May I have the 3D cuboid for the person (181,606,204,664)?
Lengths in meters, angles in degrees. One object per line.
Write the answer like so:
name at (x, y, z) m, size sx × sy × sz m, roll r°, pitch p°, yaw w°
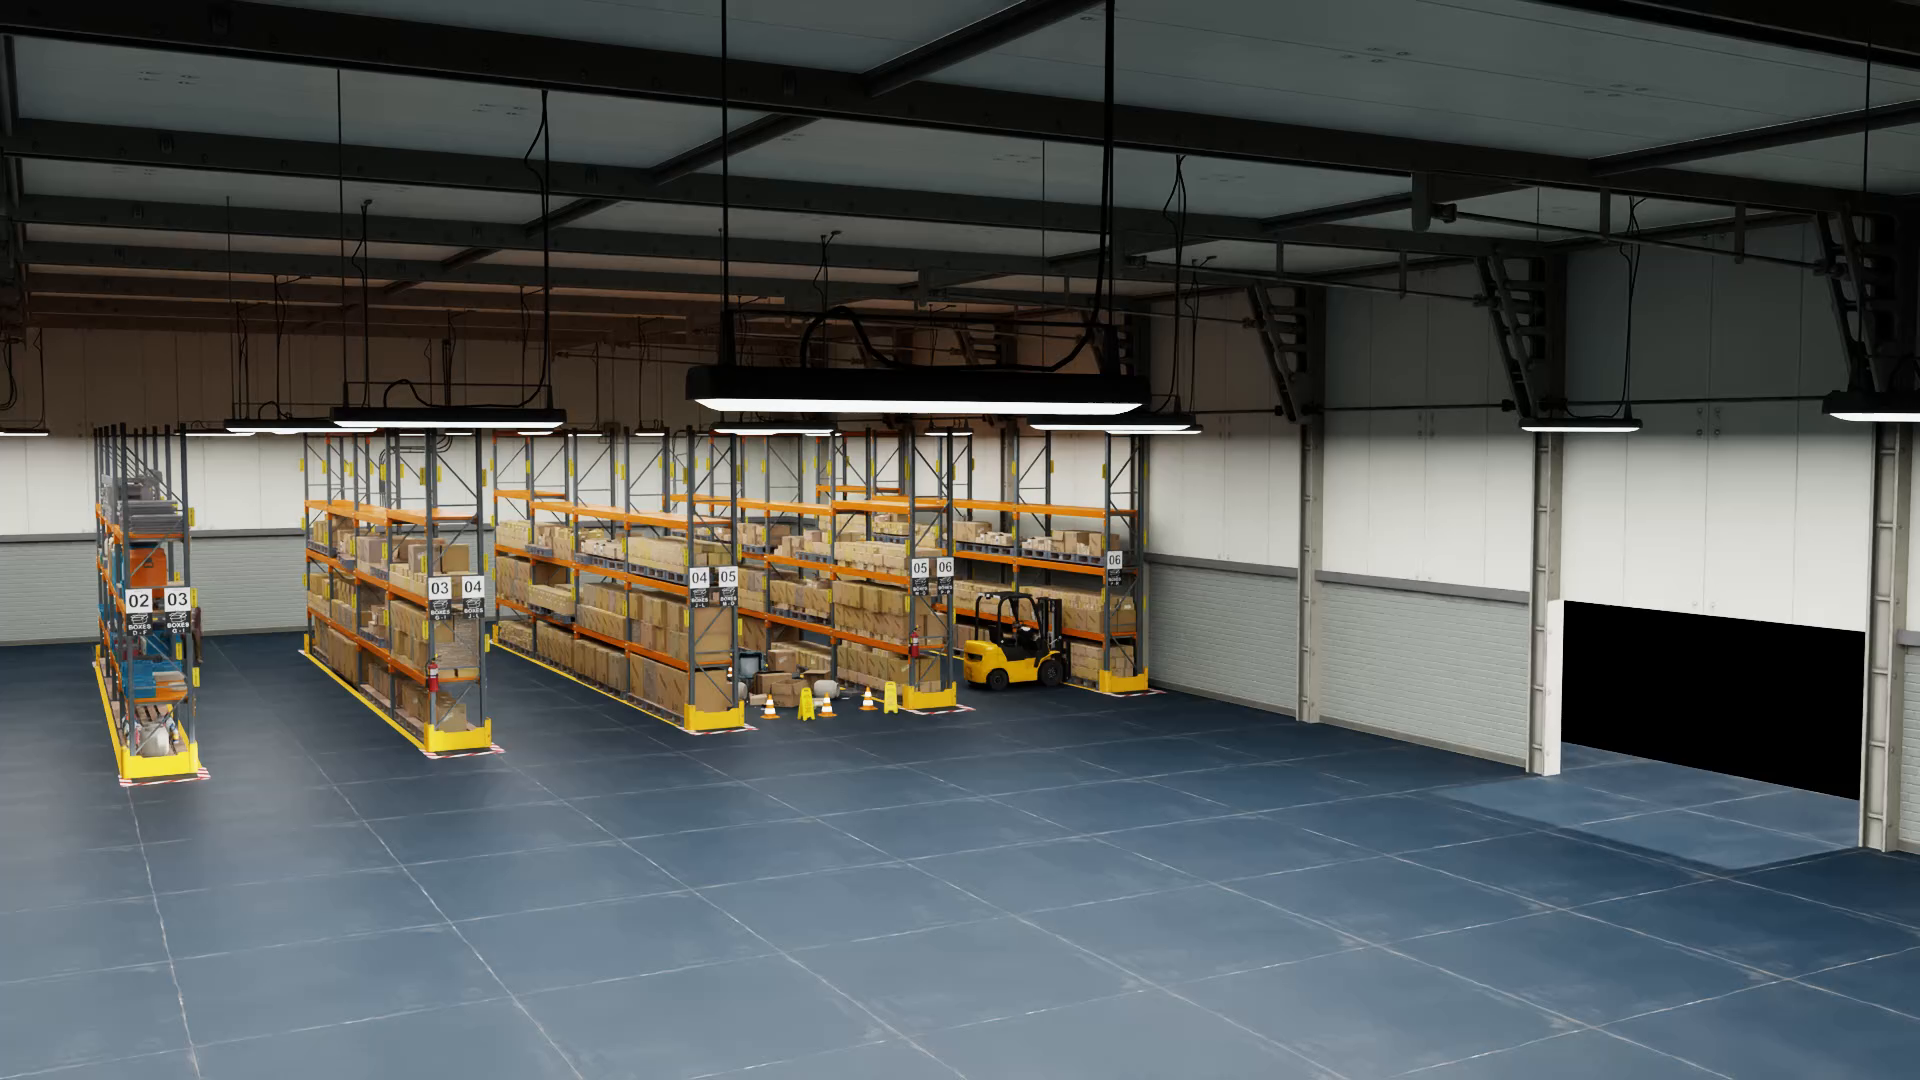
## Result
person at (-19.525, 2.276, 42.208) m, size 0.545 × 1.714 × 1.128 m, roll -2°, pitch 4°, yaw -34°

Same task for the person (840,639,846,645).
person at (-2.980, 2.235, 44.246) m, size 0.540 × 1.577 × 1.064 m, roll -3°, pitch 4°, yaw -38°
